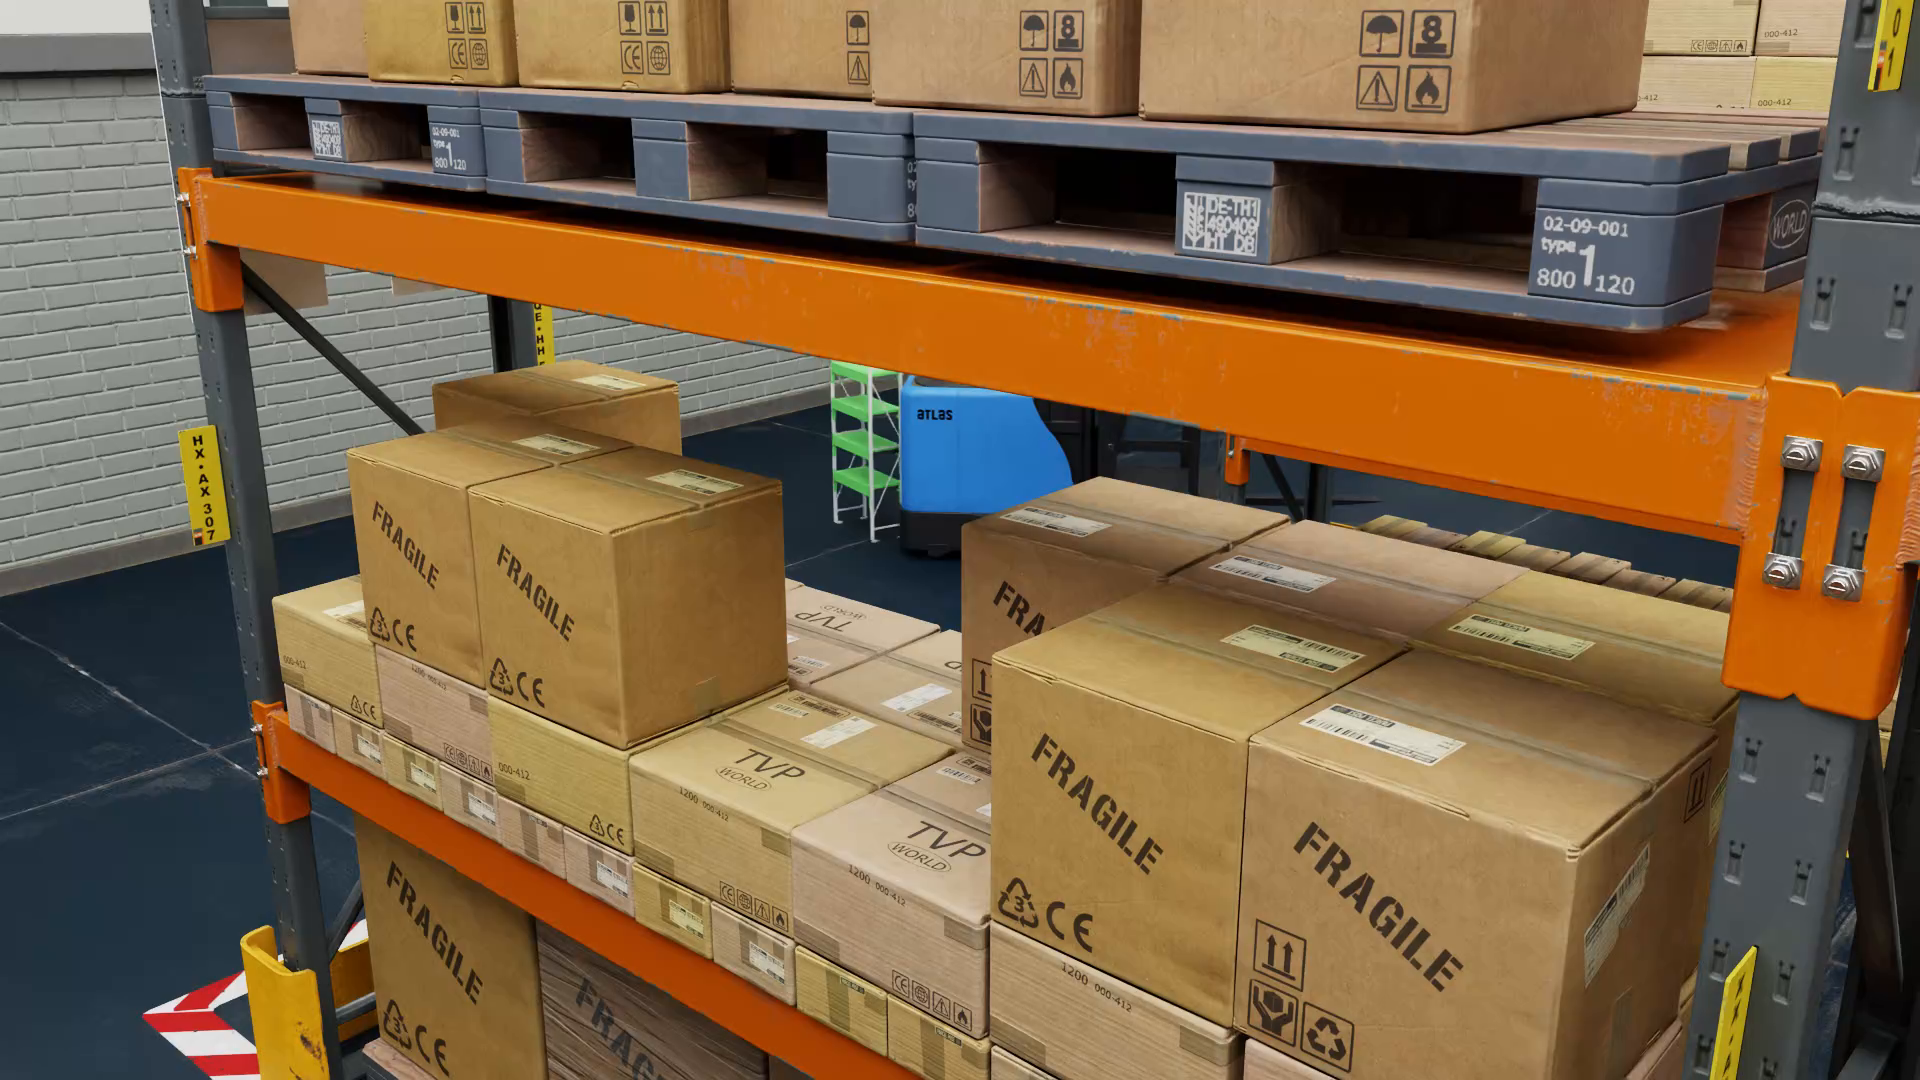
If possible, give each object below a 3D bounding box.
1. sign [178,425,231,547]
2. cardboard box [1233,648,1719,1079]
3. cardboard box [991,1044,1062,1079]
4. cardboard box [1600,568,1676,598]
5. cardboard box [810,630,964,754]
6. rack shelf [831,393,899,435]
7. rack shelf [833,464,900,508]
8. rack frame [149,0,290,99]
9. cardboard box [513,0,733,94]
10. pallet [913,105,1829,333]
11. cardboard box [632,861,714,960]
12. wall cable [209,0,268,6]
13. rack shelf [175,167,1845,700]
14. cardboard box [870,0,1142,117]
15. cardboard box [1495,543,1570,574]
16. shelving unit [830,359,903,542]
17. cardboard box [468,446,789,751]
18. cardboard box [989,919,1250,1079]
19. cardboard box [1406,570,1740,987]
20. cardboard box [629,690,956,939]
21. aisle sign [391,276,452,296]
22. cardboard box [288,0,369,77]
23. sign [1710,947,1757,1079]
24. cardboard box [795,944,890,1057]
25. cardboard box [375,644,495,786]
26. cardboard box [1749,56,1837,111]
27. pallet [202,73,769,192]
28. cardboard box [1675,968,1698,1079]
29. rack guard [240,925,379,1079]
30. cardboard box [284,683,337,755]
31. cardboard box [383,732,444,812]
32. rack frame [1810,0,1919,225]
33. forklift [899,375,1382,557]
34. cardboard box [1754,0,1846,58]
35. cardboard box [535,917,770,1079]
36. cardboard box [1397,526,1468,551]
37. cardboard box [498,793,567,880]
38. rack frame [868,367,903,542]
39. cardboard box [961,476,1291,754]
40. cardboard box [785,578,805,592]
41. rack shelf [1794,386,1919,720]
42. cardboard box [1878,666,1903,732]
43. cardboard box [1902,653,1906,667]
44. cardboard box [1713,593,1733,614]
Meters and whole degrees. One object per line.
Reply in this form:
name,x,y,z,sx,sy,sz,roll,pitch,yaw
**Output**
sign,-2.070,-0.148,4.557,0.005,0.325,0.100,15,23,39
cardboard box,0.773,0.522,2.525,0.500,0.500,0.500,16,24,41
cardboard box,0.272,0.959,3.046,0.250,0.149,0.380,16,23,40
cardboard box,3.176,0.273,7.829,0.250,0.149,0.380,14,22,37
cardboard box,-0.006,0.453,3.982,0.500,0.250,0.500,15,23,39
rack shelf,-0.595,-0.808,10.591,0.258,0.148,0.480,-11,21,-31
rack shelf,-0.595,-0.350,10.736,0.258,0.148,0.480,-11,21,-31
rack frame,-1.697,-2.681,4.184,0.127,3.000,1.000,15,23,39
cardboard box,-0.513,-1.222,3.519,0.500,0.500,0.700,13,22,36
pallet,0.690,-0.573,2.646,1.213,0.211,1.003,15,23,39
cardboard box,-0.499,0.752,3.698,0.250,0.149,0.380,14,23,38
wall cable,-3.639,-6.130,9.732,0.120,5.999,2.277,15,23,39
rack shelf,-0.201,-0.507,3.481,4.000,0.370,1.077,15,23,39
cardboard box,0.270,-0.996,2.809,0.500,0.500,0.700,17,24,42
cardboard box,2.814,0.153,8.205,0.250,0.149,0.380,14,22,37
shelving unit,-0.595,-0.640,10.645,0.258,1.200,0.503,-11,21,-31
cardboard box,-0.752,0.111,3.820,0.500,0.500,0.500,14,23,38
cardboard box,0.402,0.778,2.957,0.500,0.250,0.500,16,24,41
cardboard box,1.106,0.400,2.911,0.500,0.500,0.500,15,23,39
cardboard box,-0.357,0.573,3.602,0.500,0.250,0.500,14,23,38
aisle sign,-1.552,-1.143,4.958,0.004,0.787,0.394,15,23,39
cardboard box,-1.273,-1.455,4.253,0.500,0.500,0.700,13,22,36
sign,0.927,0.657,2.021,0.005,0.325,0.100,15,23,39
cardboard box,-0.112,0.856,3.371,0.250,0.149,0.380,15,23,38
cardboard box,-1.124,0.368,4.249,0.500,0.250,0.500,15,23,39
cardboard box,3.370,-1.721,6.365,0.500,0.250,0.500,15,23,39
pallet,-1.135,-1.063,4.189,1.213,0.211,1.003,15,23,39
cardboard box,1.117,0.757,3.023,0.500,0.250,0.500,15,23,38
rack guard,-1.715,1.365,5.485,0.348,0.500,1.175,15,23,39
cardboard box,-1.651,0.444,4.670,0.250,0.149,0.380,15,23,40
cardboard box,-1.266,0.546,4.347,0.250,0.149,0.380,14,23,38
rack frame,1.295,-1.878,1.654,0.127,3.000,1.000,15,23,39
forklift,1.174,-1.391,10.149,3.031,2.935,1.130,1,18,5
cardboard box,3.374,-1.963,6.301,0.500,0.250,0.500,16,24,41
cardboard box,-0.485,1.284,4.426,0.875,0.875,0.875,15,23,39
cardboard box,2.385,0.064,8.487,0.250,0.149,0.380,16,23,40
cardboard box,-0.881,0.650,4.021,0.250,0.149,0.380,14,23,38
rack frame,-0.463,-0.578,10.448,0.240,1.200,0.015,-11,21,-31
cardboard box,0.351,0.195,3.553,0.500,0.500,0.500,14,22,38
cardboard box,-0.780,0.247,4.631,0.500,0.250,0.500,15,23,38
rack shelf,2.791,0.296,0.951,4.000,0.370,1.077,15,23,39
cardboard box,3.815,0.651,6.636,0.250,0.149,0.380,15,23,39
cardboard box,4.154,0.530,7.018,0.250,0.149,0.380,15,23,39
cardboard box,3.549,0.377,7.499,0.250,0.149,0.380,14,22,37
